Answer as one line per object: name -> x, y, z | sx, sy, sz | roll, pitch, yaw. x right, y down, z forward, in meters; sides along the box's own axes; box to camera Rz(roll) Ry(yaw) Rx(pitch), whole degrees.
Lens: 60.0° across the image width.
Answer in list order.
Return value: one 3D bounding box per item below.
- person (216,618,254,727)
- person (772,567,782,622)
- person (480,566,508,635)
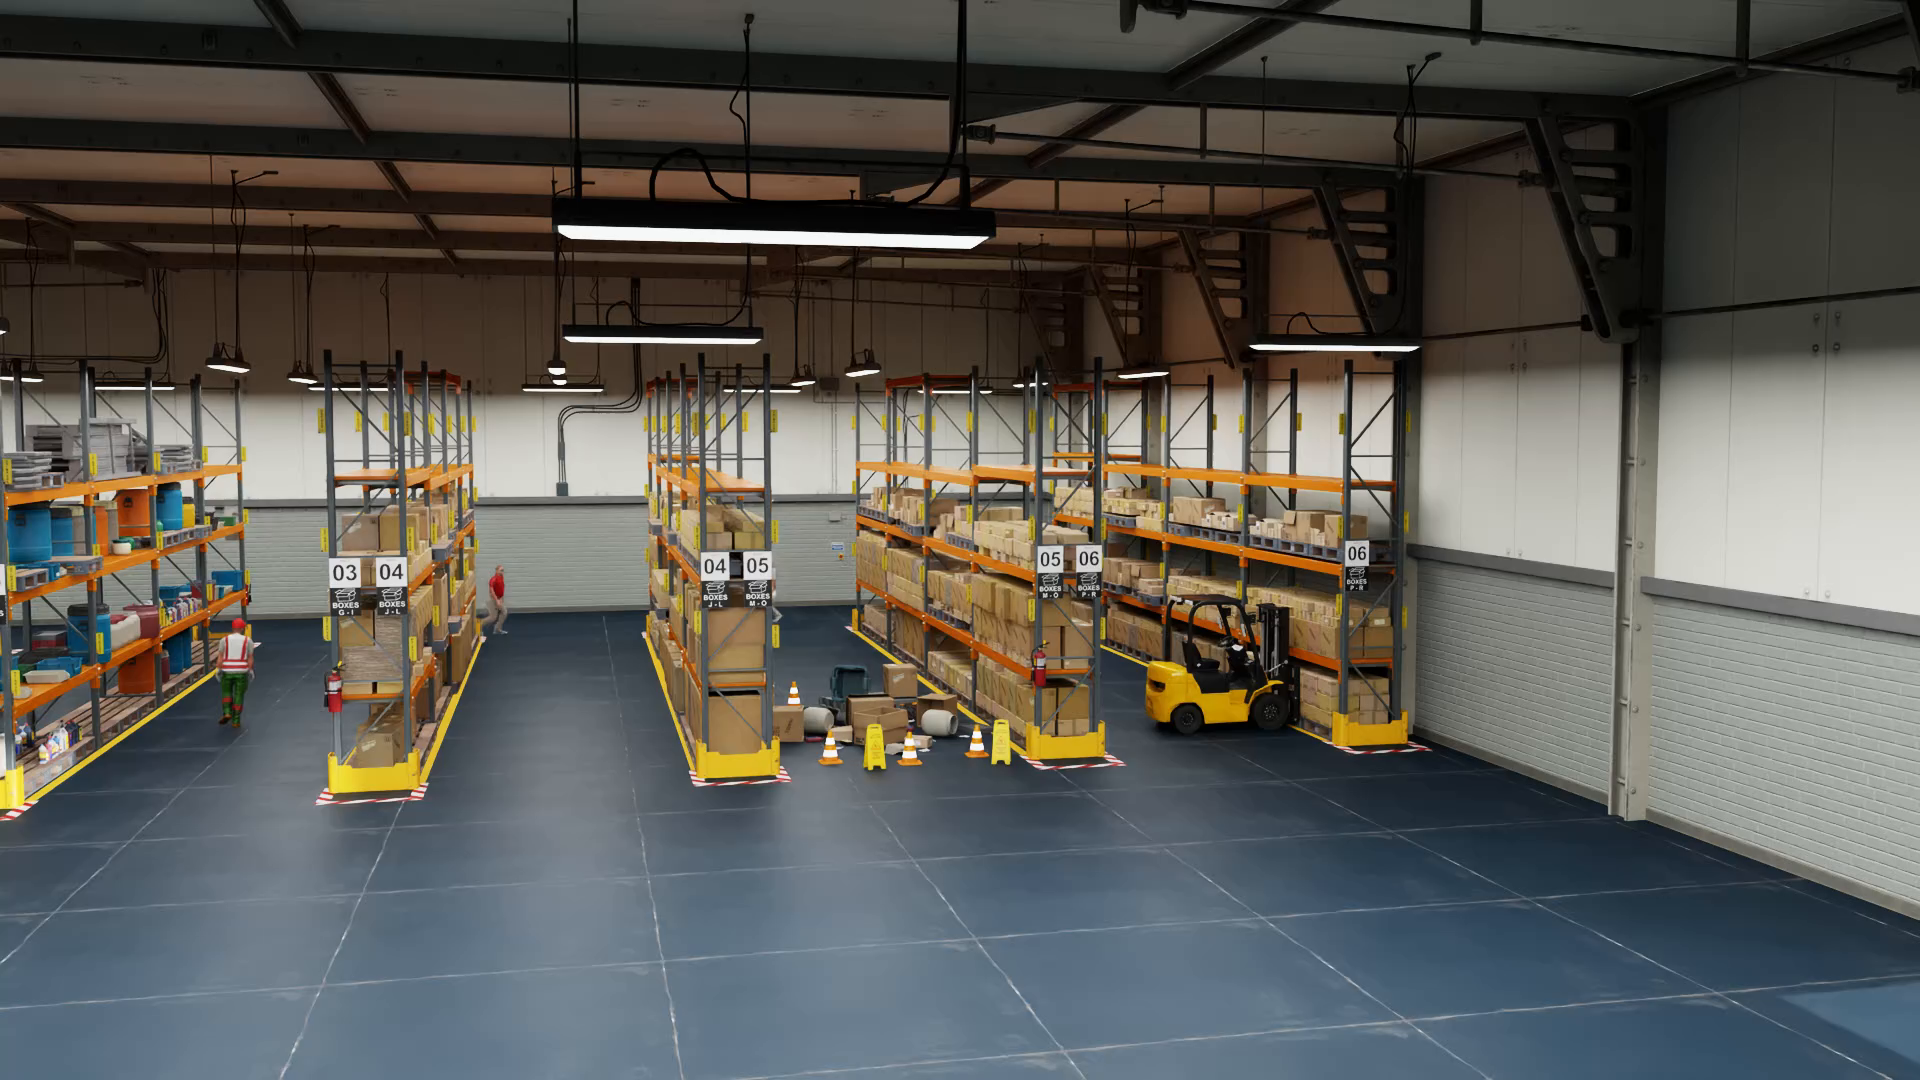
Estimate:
person -> -11.976, 2.188, 27.486 | 0.593, 1.785, 0.461 | -1, 4, -13
person -> -4.773, 1.260, 41.254 | 0.936, 1.766, 0.578 | -3, 5, -36
person -> -11.161, 1.431, 39.499 | 0.732, 1.659, 0.681 | 0, 4, -1
